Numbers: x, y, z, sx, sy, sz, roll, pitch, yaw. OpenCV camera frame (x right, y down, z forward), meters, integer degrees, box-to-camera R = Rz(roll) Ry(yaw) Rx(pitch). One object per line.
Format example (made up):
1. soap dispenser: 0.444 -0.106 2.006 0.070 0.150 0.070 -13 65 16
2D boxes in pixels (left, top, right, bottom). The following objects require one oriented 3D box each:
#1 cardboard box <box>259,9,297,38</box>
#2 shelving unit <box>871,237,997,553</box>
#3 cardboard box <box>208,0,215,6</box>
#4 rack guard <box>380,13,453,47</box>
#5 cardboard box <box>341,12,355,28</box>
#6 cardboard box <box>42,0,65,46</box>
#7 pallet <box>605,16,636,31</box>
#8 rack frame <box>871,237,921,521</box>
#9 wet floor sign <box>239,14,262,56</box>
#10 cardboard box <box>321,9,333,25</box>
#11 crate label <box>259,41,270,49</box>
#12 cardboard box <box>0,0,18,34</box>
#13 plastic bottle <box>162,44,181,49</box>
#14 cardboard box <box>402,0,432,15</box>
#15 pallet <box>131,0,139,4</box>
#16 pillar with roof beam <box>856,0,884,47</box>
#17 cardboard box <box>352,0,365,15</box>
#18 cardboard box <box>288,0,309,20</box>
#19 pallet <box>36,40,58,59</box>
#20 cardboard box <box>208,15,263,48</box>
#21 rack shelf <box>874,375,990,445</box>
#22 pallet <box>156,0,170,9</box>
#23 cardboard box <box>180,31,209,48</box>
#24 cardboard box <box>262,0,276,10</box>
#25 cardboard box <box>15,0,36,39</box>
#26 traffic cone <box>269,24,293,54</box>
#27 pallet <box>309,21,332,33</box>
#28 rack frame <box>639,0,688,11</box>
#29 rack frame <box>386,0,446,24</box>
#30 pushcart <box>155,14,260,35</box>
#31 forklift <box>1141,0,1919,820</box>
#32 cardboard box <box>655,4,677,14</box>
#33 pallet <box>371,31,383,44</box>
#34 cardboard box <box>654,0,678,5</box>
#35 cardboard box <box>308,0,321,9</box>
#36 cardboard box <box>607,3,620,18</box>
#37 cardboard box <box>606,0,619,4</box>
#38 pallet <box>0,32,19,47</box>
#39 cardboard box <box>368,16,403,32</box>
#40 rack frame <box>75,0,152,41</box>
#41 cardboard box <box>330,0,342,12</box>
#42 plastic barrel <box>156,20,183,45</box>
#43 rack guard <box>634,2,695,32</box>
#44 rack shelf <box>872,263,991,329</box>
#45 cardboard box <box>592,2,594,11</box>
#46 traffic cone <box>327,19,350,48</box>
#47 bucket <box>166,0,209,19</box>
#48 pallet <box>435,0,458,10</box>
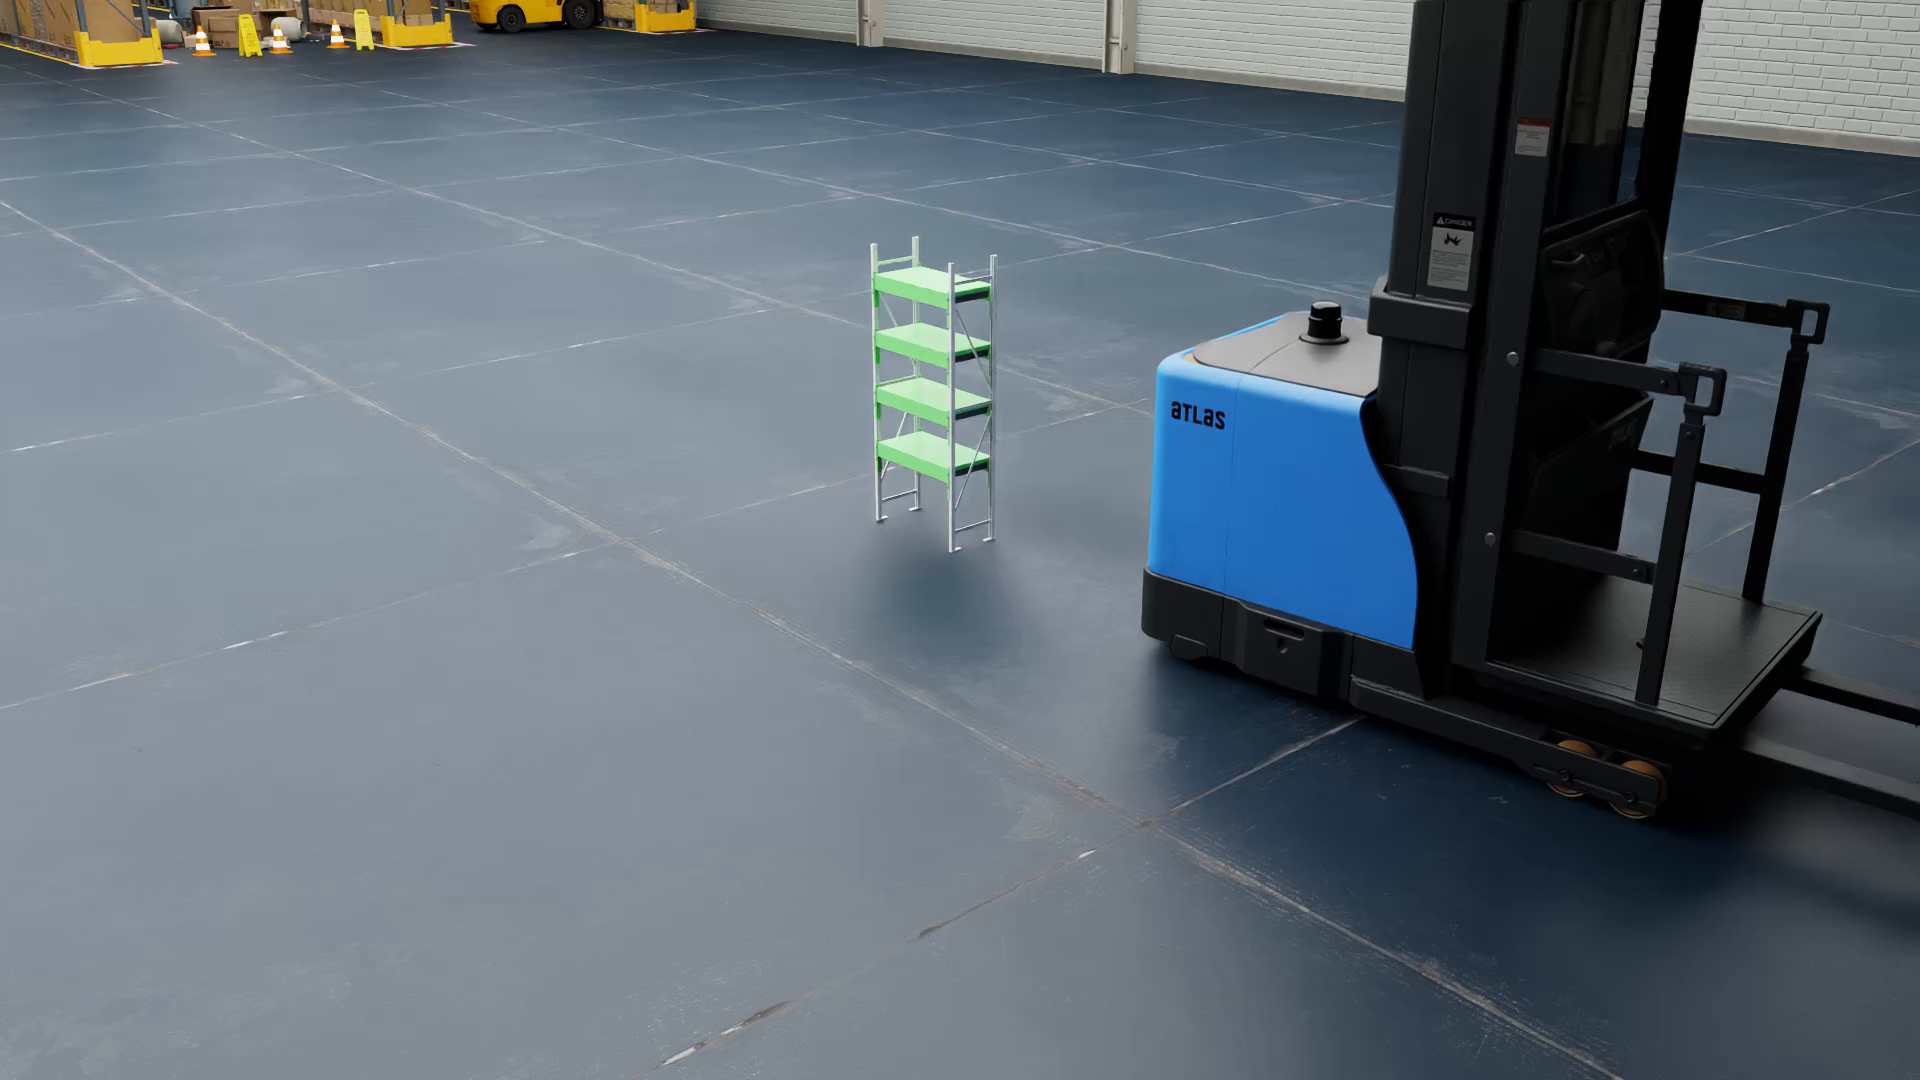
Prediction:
1. cardboard box: -12.404 -9.405 30.308 0.500 0.500 0.500 0 21 -1
2. shelving unit: -0.108 -0.604 6.882 0.258 1.200 0.503 -17 27 -37
3. cardboard box: -15.651 -11.957 35.737 0.875 0.875 0.875 -17 27 -37
4. rack guard: -9.511 -8.940 29.123 1.175 0.500 0.348 -17 27 -37
5. cardboard box: -10.871 -9.445 30.181 0.500 0.250 0.500 -19 28 -39
6. cardboard box: -14.214 -8.497 26.902 0.875 0.875 0.875 -18 28 -38
7. pallet: -6.235 -10.168 32.656 1.003 0.211 1.213 -17 27 -37
8. rack frame: -0.267 -0.672 7.054 0.240 1.200 0.015 -17 27 -37
9. wet floor sign: -11.627 -8.243 27.146 0.232 0.644 0.267 17 27 36
10. cardboard box: -11.535 -9.731 30.910 0.500 0.250 0.500 -16 26 -34
11. crate label: -11.899 -8.406 28.257 0.298 0.136 0.250 7 23 18
12. cardboard box: -16.230 -9.280 29.072 1.050 0.750 0.750 -18 27 -38
13. plastic bottle: -13.503 -8.455 28.486 0.133 0.061 0.283 12 24 27
14. cardboard box: -9.795 -9.642 29.655 0.500 0.500 0.500 -19 28 -39
15. pallet: -19.325 -13.002 39.892 1.003 0.211 1.213 -17 27 -37
16. pillar with roof beam: -4.820 -11.783 24.729 9.100 9.000 0.400 -17 27 -37
17. cardboard box: -10.525 -9.650 29.674 0.500 0.500 0.500 -16 27 -36
18. cardboard box: -12.417 -10.304 32.206 0.950 0.372 0.625 -17 27 -37
19. pallet: -14.519 -8.117 27.419 1.003 0.211 1.213 -17 27 -37
20. cardboard box: -12.526 -8.803 28.769 0.637 0.503 0.797 3 22 9
21. rack shelf: -0.108 -0.545 6.905 0.258 0.148 0.480 -17 27 -37
22. pallet: -17.732 -12.328 38.171 1.003 0.211 1.213 -17 27 -37
23. cardboard box: -13.239 -8.672 28.761 0.396 0.266 0.258 -12 25 -28
24. cardboard box: -13.344 -10.694 33.201 0.950 0.372 0.625 -16 27 -36
25. cardboard box: -15.399 -8.997 28.180 0.875 0.875 0.875 -17 27 -37
26. traffic cone: -11.339 -8.355 27.681 0.336 0.463 0.334 -17 27 -37
27. pallet: -11.608 -9.712 31.492 1.003 0.211 1.213 -17 27 -37
28. rack frame: -5.704 -11.265 31.633 1.000 3.000 0.127 -17 27 -37
29. rack frame: -9.462 -10.083 28.614 1.000 3.000 0.127 -17 27 -37
30. pushcart: -13.767 -9.410 30.492 0.936 0.377 1.648 12 24 27
31. forklift: 2.101 -0.762 4.911 3.031 2.935 1.130 17 27 37
32. cardboard box: -5.876 -10.363 32.523 0.500 0.250 0.500 -17 27 -37
33. pallet: -10.015 -9.038 29.770 1.003 0.211 1.213 -17 27 -37
34. cardboard box: -5.853 -10.593 32.425 0.500 0.250 0.500 -17 27 -36
35. cardboard box: -11.892 -10.225 31.143 0.500 0.500 0.500 -16 26 -35
36. cardboard box: -6.567 -10.375 32.554 0.500 0.250 0.500 -17 27 -37
37. cardboard box: -6.578 -10.615 32.481 0.500 0.250 0.500 -18 28 -38
38. pallet: -16.318 -8.878 29.362 1.003 0.211 1.213 -17 27 -37
39. cardboard box: -10.209 -9.164 29.462 0.500 0.250 0.500 -18 27 -38
40. rack frame: -13.146 -8.876 25.534 1.000 3.000 0.127 -17 27 -37
41. cardboard box: -11.197 -9.936 30.406 0.500 0.500 0.500 -16 26 -35
42. plastic barrel: -13.854 -8.834 28.957 0.512 0.421 0.421 0 21 -1
43. rack guard: -5.688 -10.095 32.072 1.175 0.500 0.348 -17 27 -37
44. rack shelf: -0.108 -0.992 6.730 0.258 0.148 0.480 -17 27 -37
45. cardboard box: -7.243 -10.653 33.265 0.500 0.250 0.500 -16 27 -36
46. traffic cone: -10.720 -8.713 28.596 0.336 0.463 0.334 -17 27 -37
47. bucket: -13.921 -9.676 29.980 0.726 0.611 0.620 -8 13 -19
48. pallet: -11.385 -12.392 38.335 1.003 0.211 1.213 -17 27 -37
